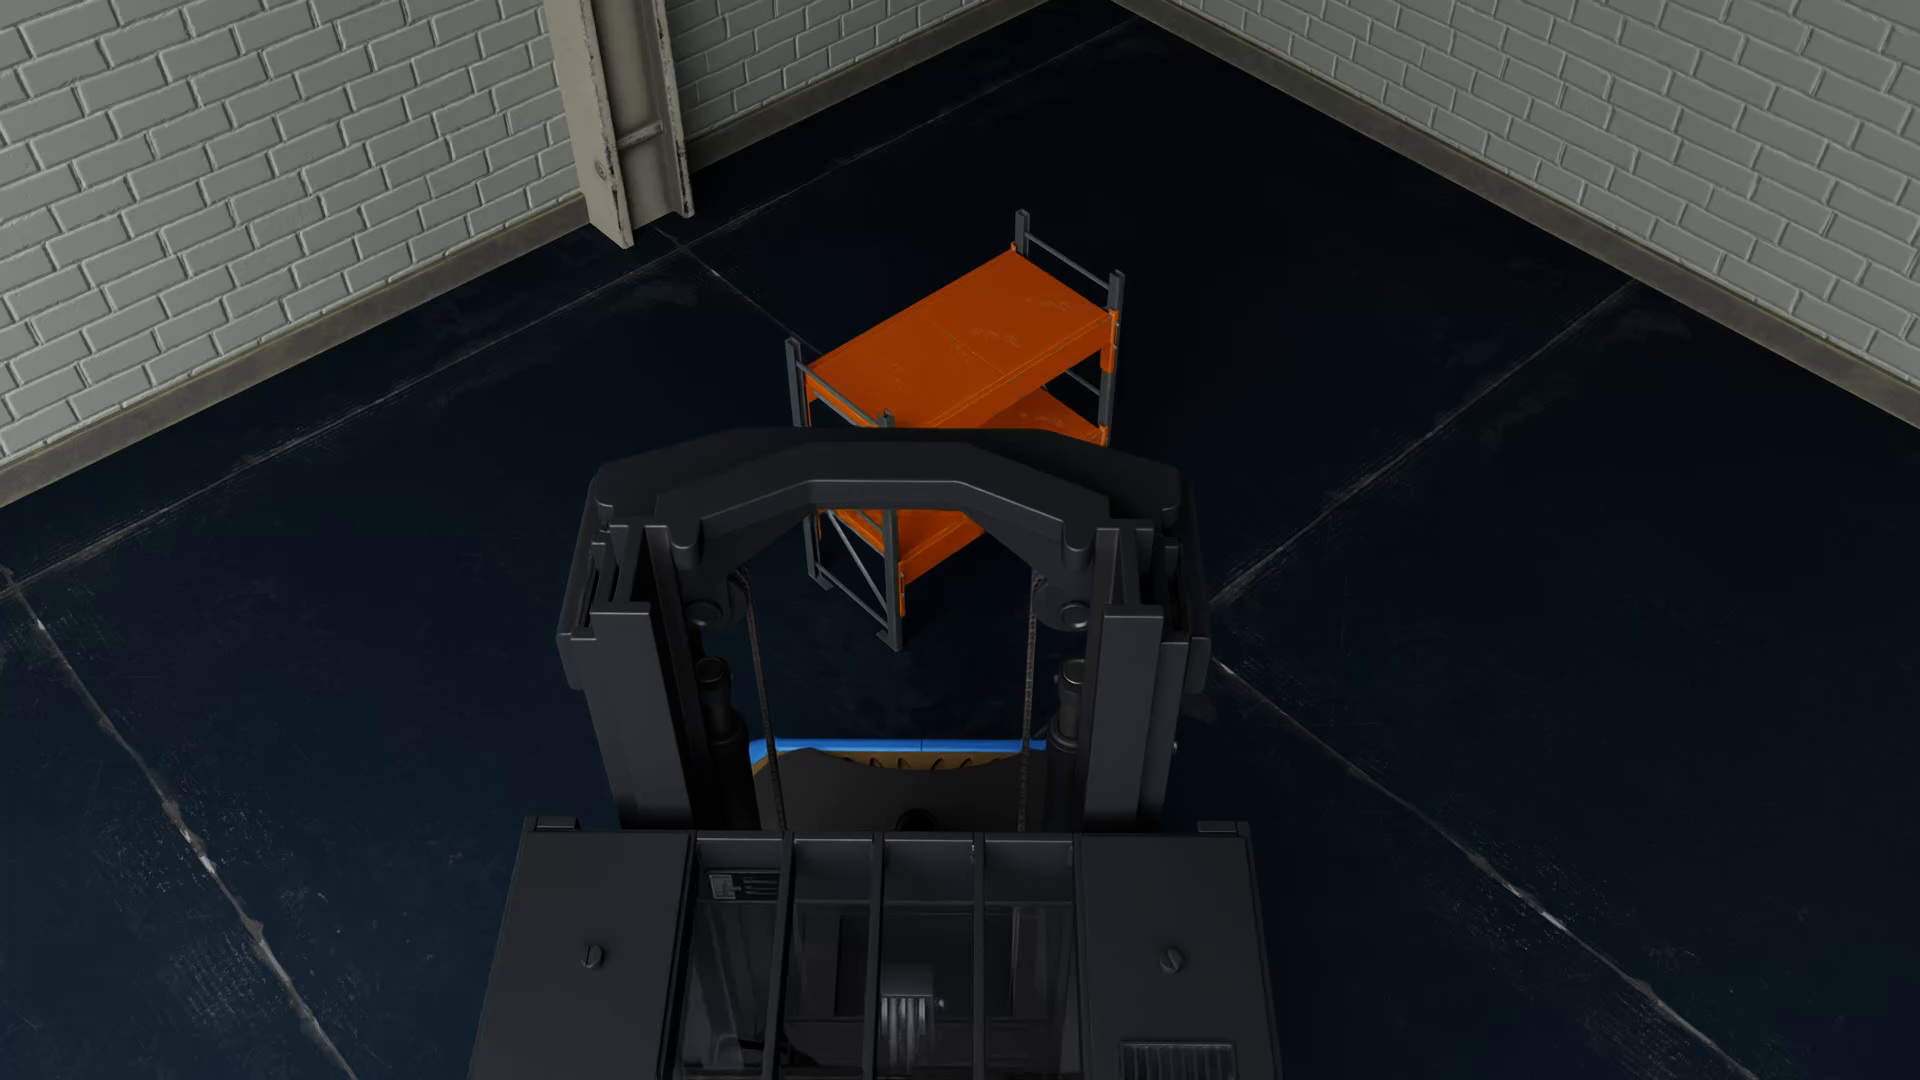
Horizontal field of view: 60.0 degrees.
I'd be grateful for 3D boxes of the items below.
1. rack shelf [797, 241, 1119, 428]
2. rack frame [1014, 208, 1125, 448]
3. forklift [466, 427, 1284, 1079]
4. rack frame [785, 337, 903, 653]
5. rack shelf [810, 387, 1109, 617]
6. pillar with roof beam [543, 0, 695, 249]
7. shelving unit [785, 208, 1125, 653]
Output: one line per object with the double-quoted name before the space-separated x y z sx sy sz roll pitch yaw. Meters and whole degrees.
"rack shelf" -0.005 -0.577 5.618 1.000 0.278 0.538 -34 56 -27
"rack frame" 0.371 -0.629 6.065 0.032 1.125 0.500 -34 56 -27
"forklift" -0.111 1.336 3.023 1.130 2.935 3.031 0 47 0
"rack frame" -0.381 -0.127 5.602 0.032 1.125 0.500 -34 56 -27
"rack shelf" -0.005 -0.212 6.013 1.000 0.278 0.538 -34 56 -27
"pillar with roof beam" 1.436 -2.195 2.152 0.400 9.000 9.100 -34 56 -27
"shelving unit" -0.005 -0.378 5.834 1.048 1.125 0.538 -34 56 -27
